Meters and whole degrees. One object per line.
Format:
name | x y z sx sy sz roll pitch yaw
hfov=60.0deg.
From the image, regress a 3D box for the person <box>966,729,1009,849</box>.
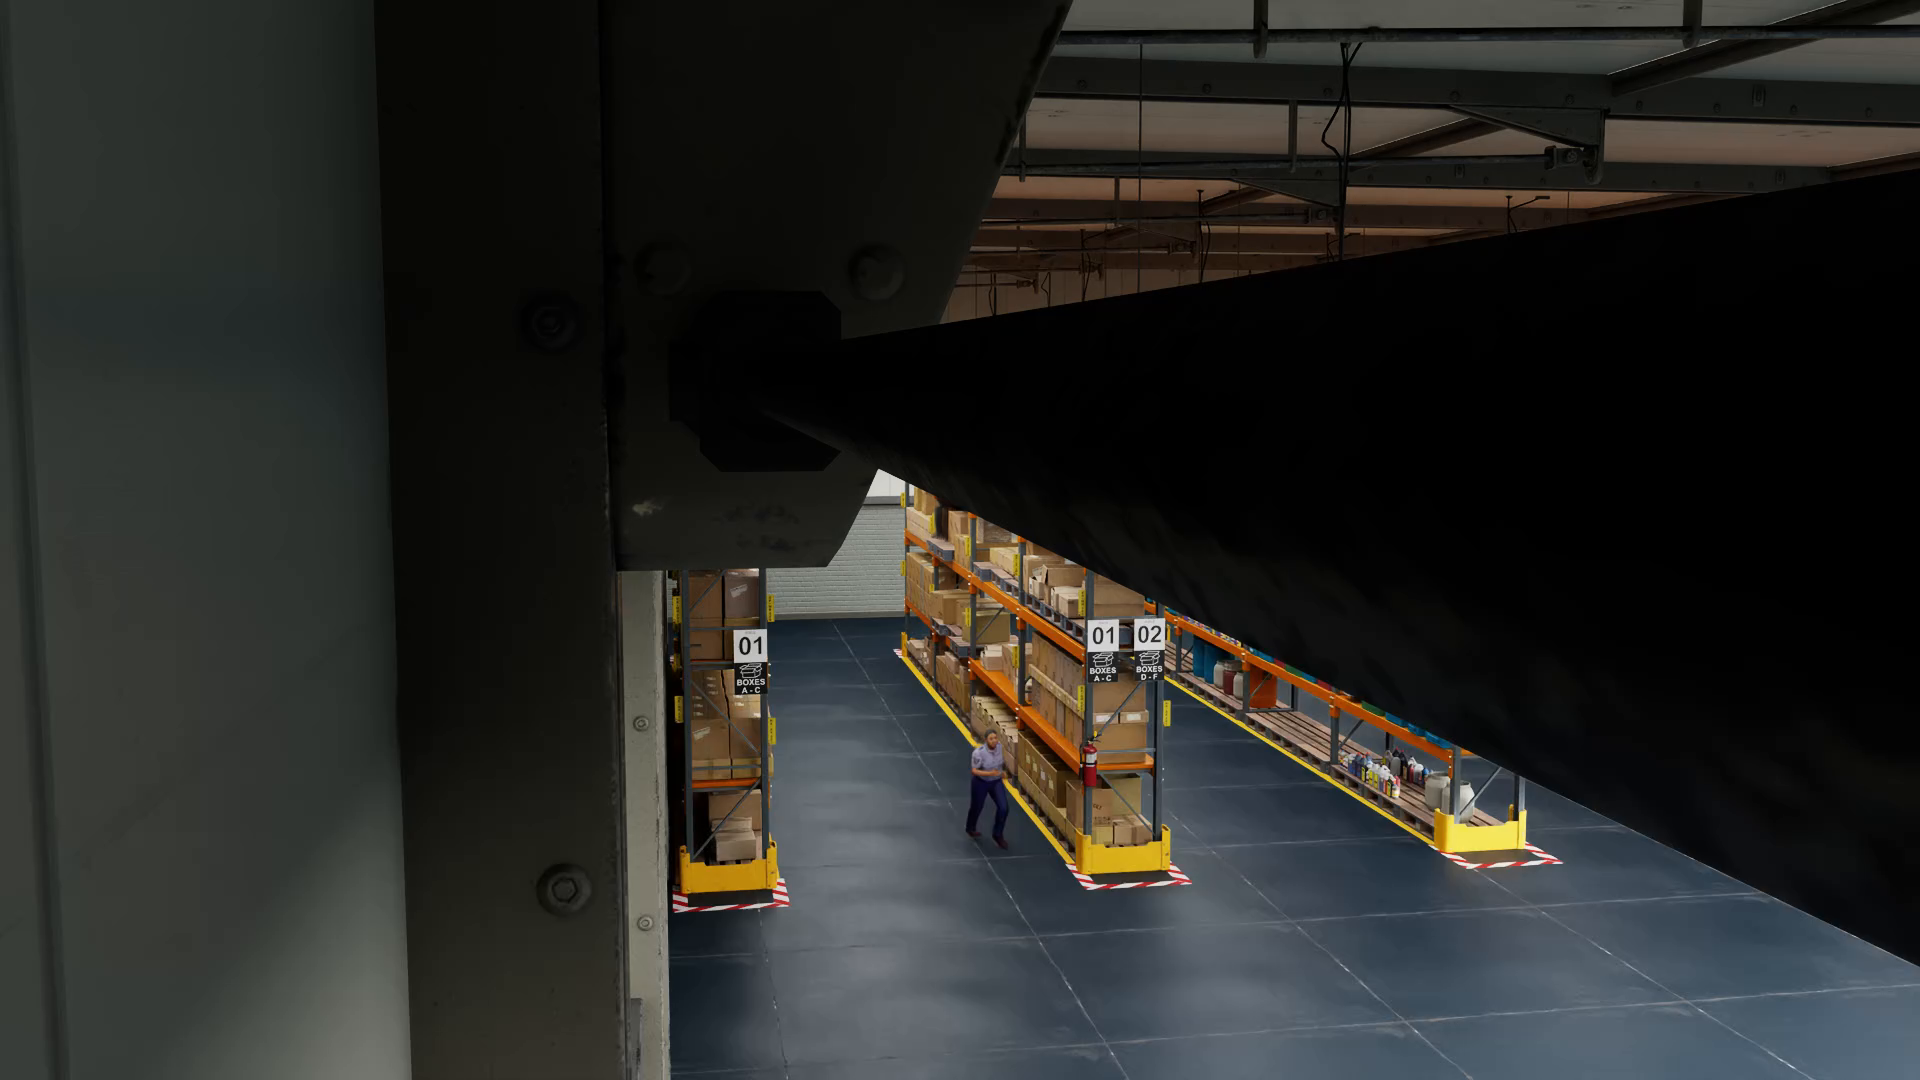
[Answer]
person | 0.369 3.274 22.021 0.606 1.604 0.952 -3 6 -23
